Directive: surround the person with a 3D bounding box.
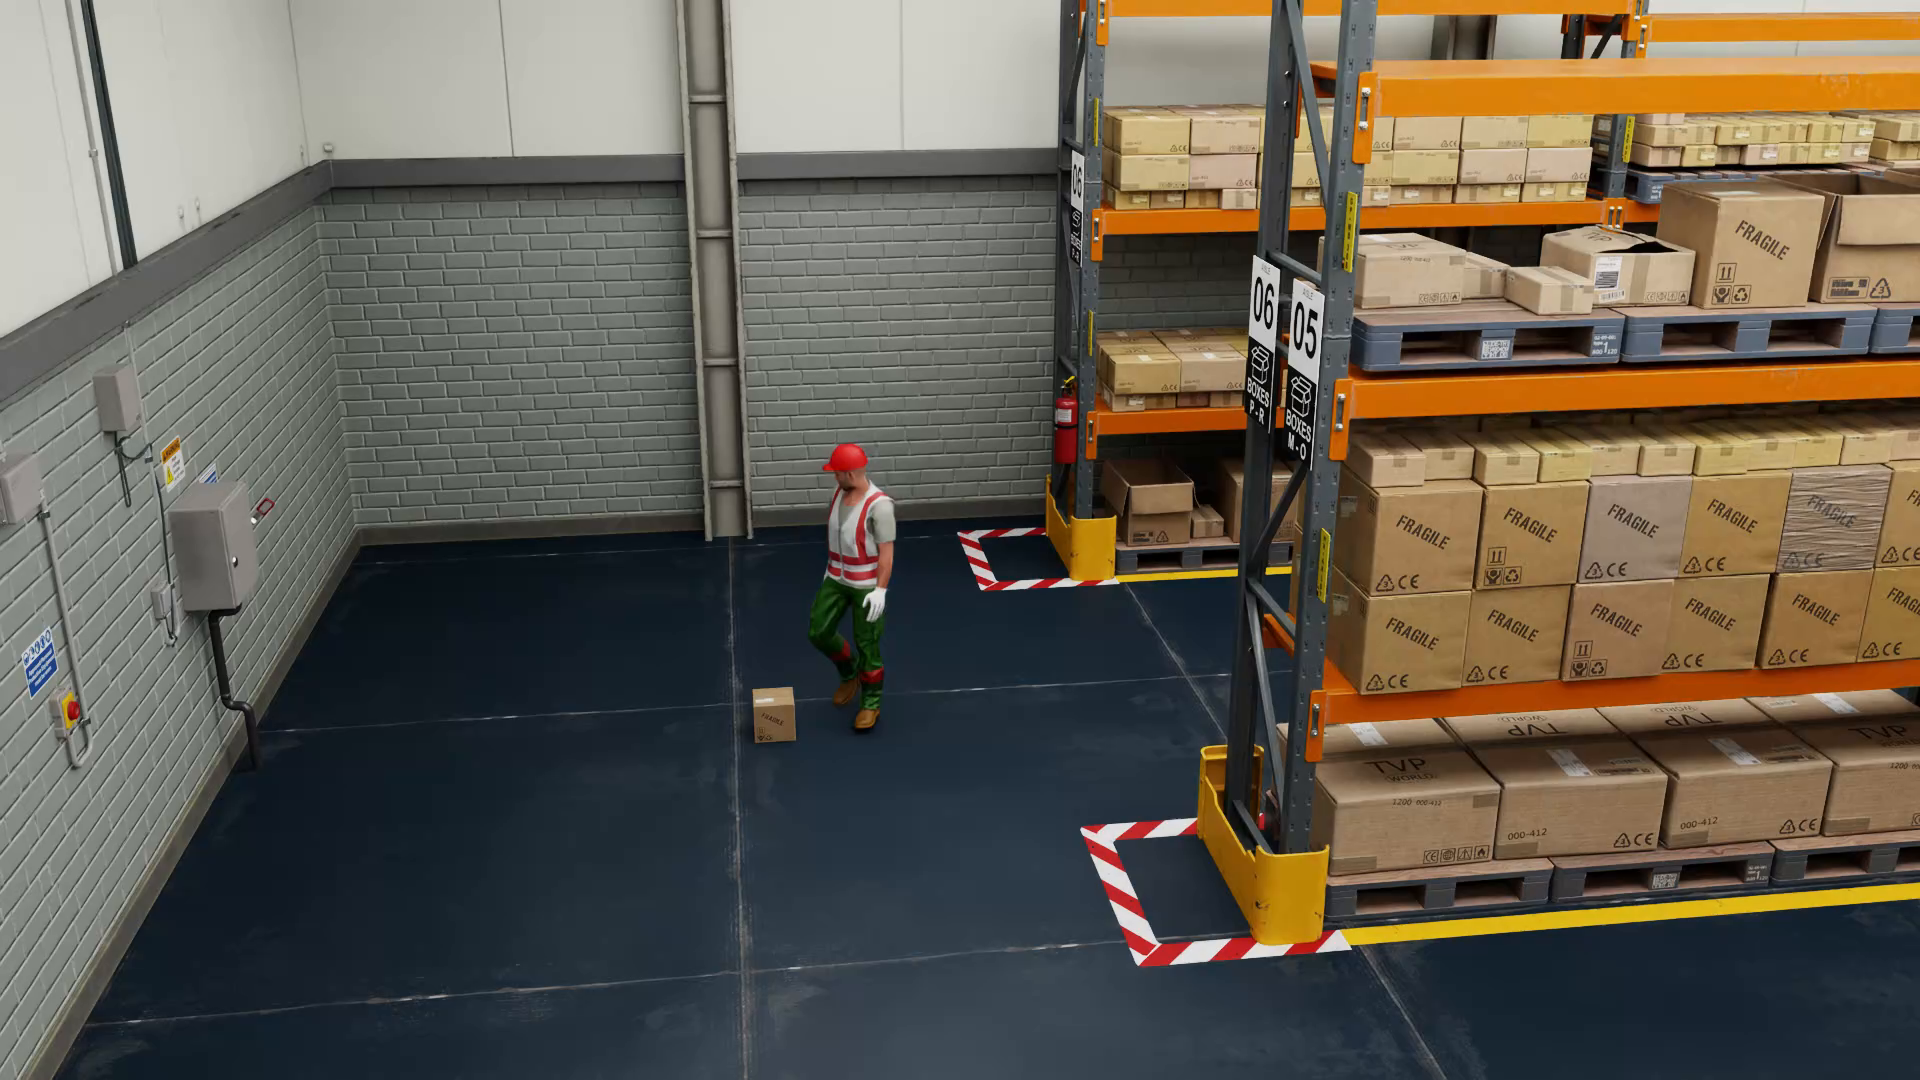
[{"bbox_3d":[-0.631,0.271,10.216,0.619,1.784,0.458,14,24,34],"label":"person"}]
